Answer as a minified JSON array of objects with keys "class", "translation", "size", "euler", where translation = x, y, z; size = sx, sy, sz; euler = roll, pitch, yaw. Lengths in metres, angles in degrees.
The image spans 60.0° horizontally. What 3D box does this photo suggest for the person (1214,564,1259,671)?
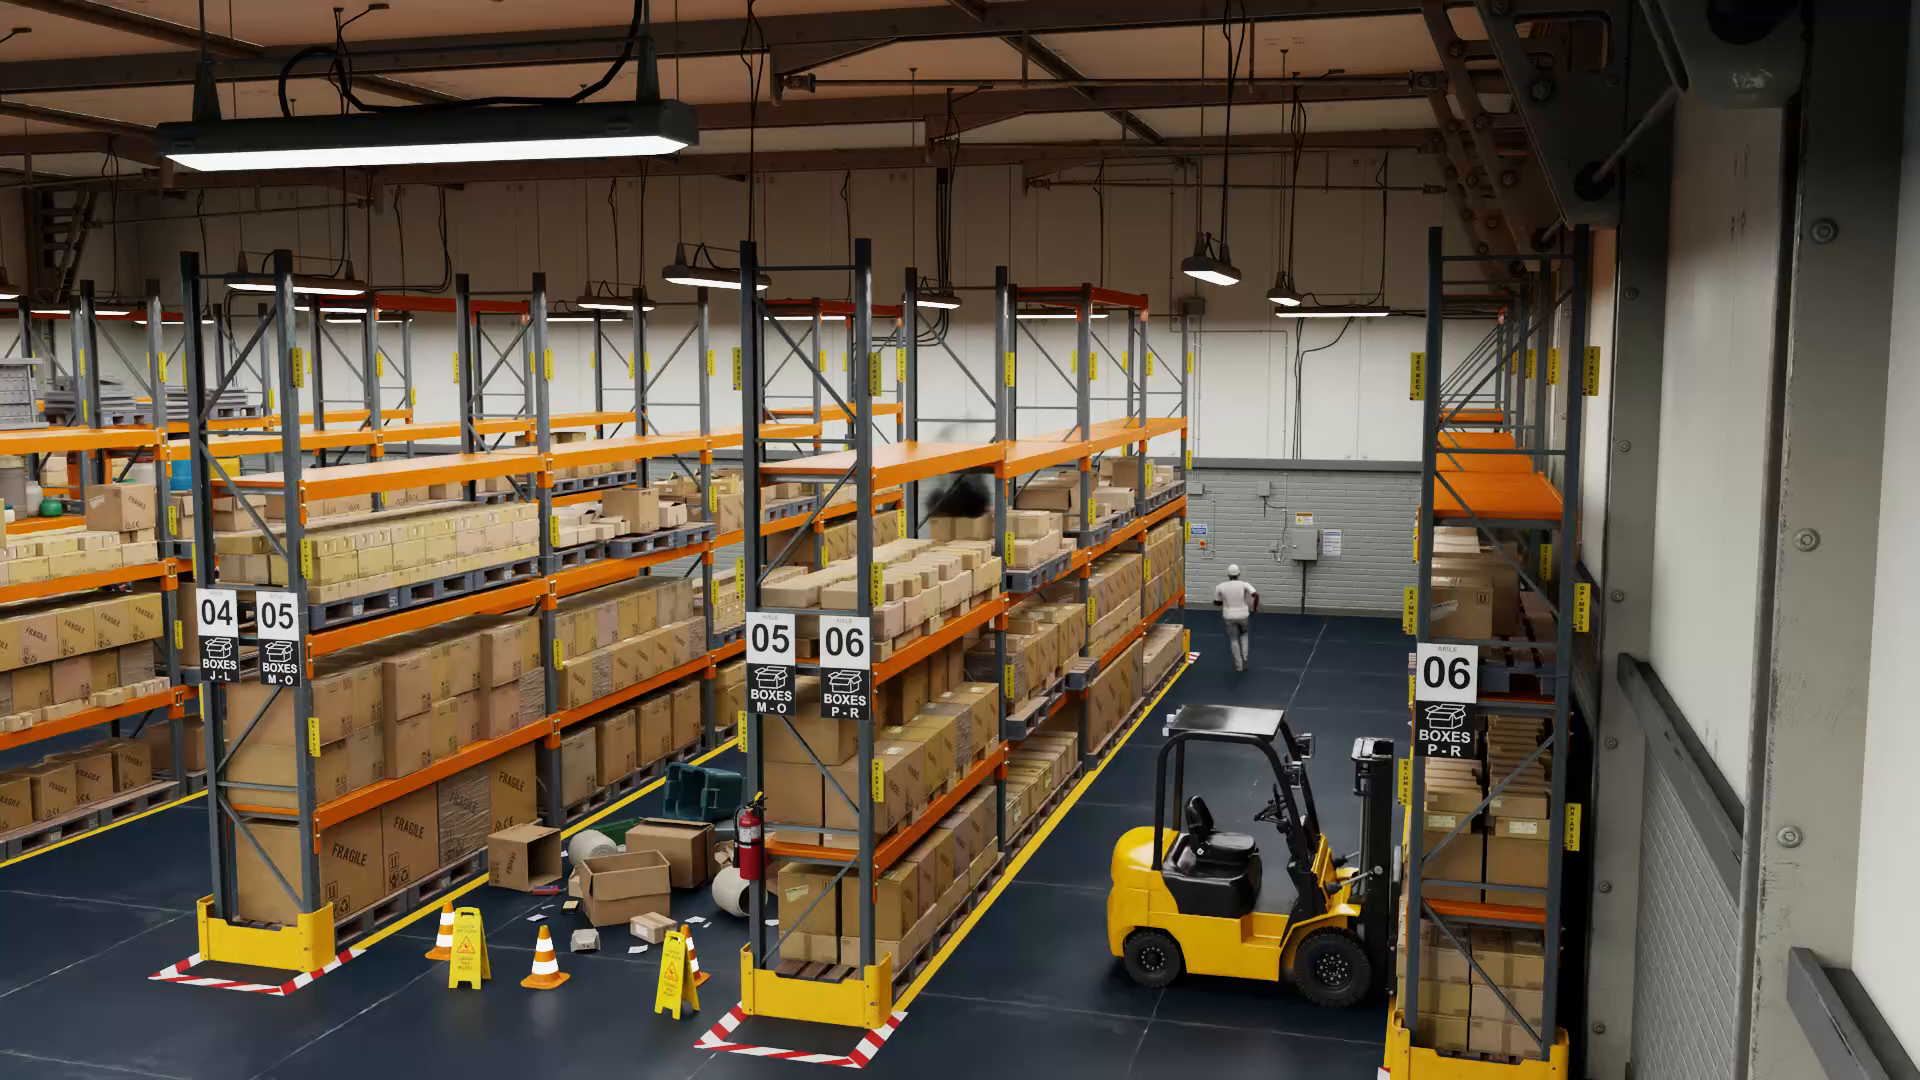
[{"class":"person","translation":[4.488,1.275,27.117],"size":[0.700,1.770,0.681],"euler":[0,6,3]}]
